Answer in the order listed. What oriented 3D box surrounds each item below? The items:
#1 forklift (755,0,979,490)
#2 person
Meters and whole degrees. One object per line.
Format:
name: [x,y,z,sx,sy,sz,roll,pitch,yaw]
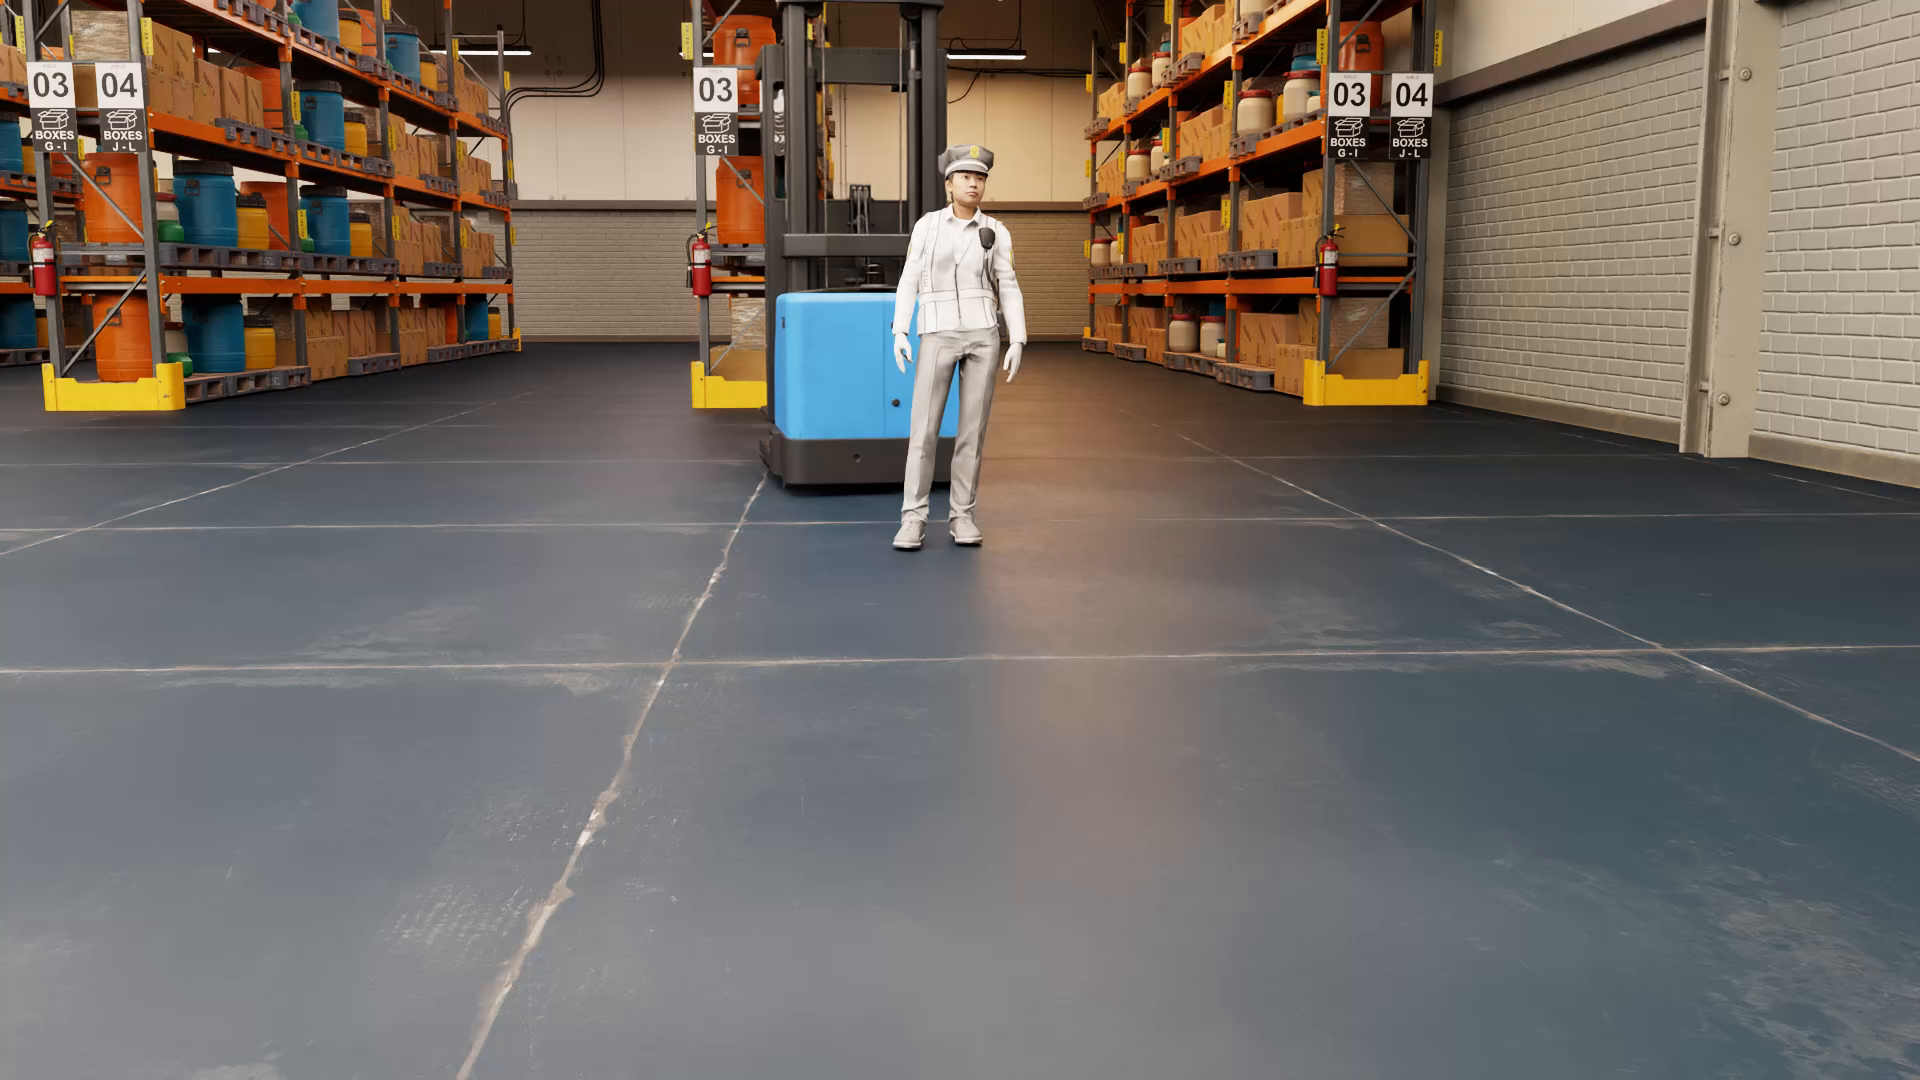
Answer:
forklift: [-0.662,-1.901,10.135,1.130,2.935,3.031,-1,9,-10]
person: [-0.003,-0.835,7.116,0.586,1.694,0.530,-1,8,-4]
